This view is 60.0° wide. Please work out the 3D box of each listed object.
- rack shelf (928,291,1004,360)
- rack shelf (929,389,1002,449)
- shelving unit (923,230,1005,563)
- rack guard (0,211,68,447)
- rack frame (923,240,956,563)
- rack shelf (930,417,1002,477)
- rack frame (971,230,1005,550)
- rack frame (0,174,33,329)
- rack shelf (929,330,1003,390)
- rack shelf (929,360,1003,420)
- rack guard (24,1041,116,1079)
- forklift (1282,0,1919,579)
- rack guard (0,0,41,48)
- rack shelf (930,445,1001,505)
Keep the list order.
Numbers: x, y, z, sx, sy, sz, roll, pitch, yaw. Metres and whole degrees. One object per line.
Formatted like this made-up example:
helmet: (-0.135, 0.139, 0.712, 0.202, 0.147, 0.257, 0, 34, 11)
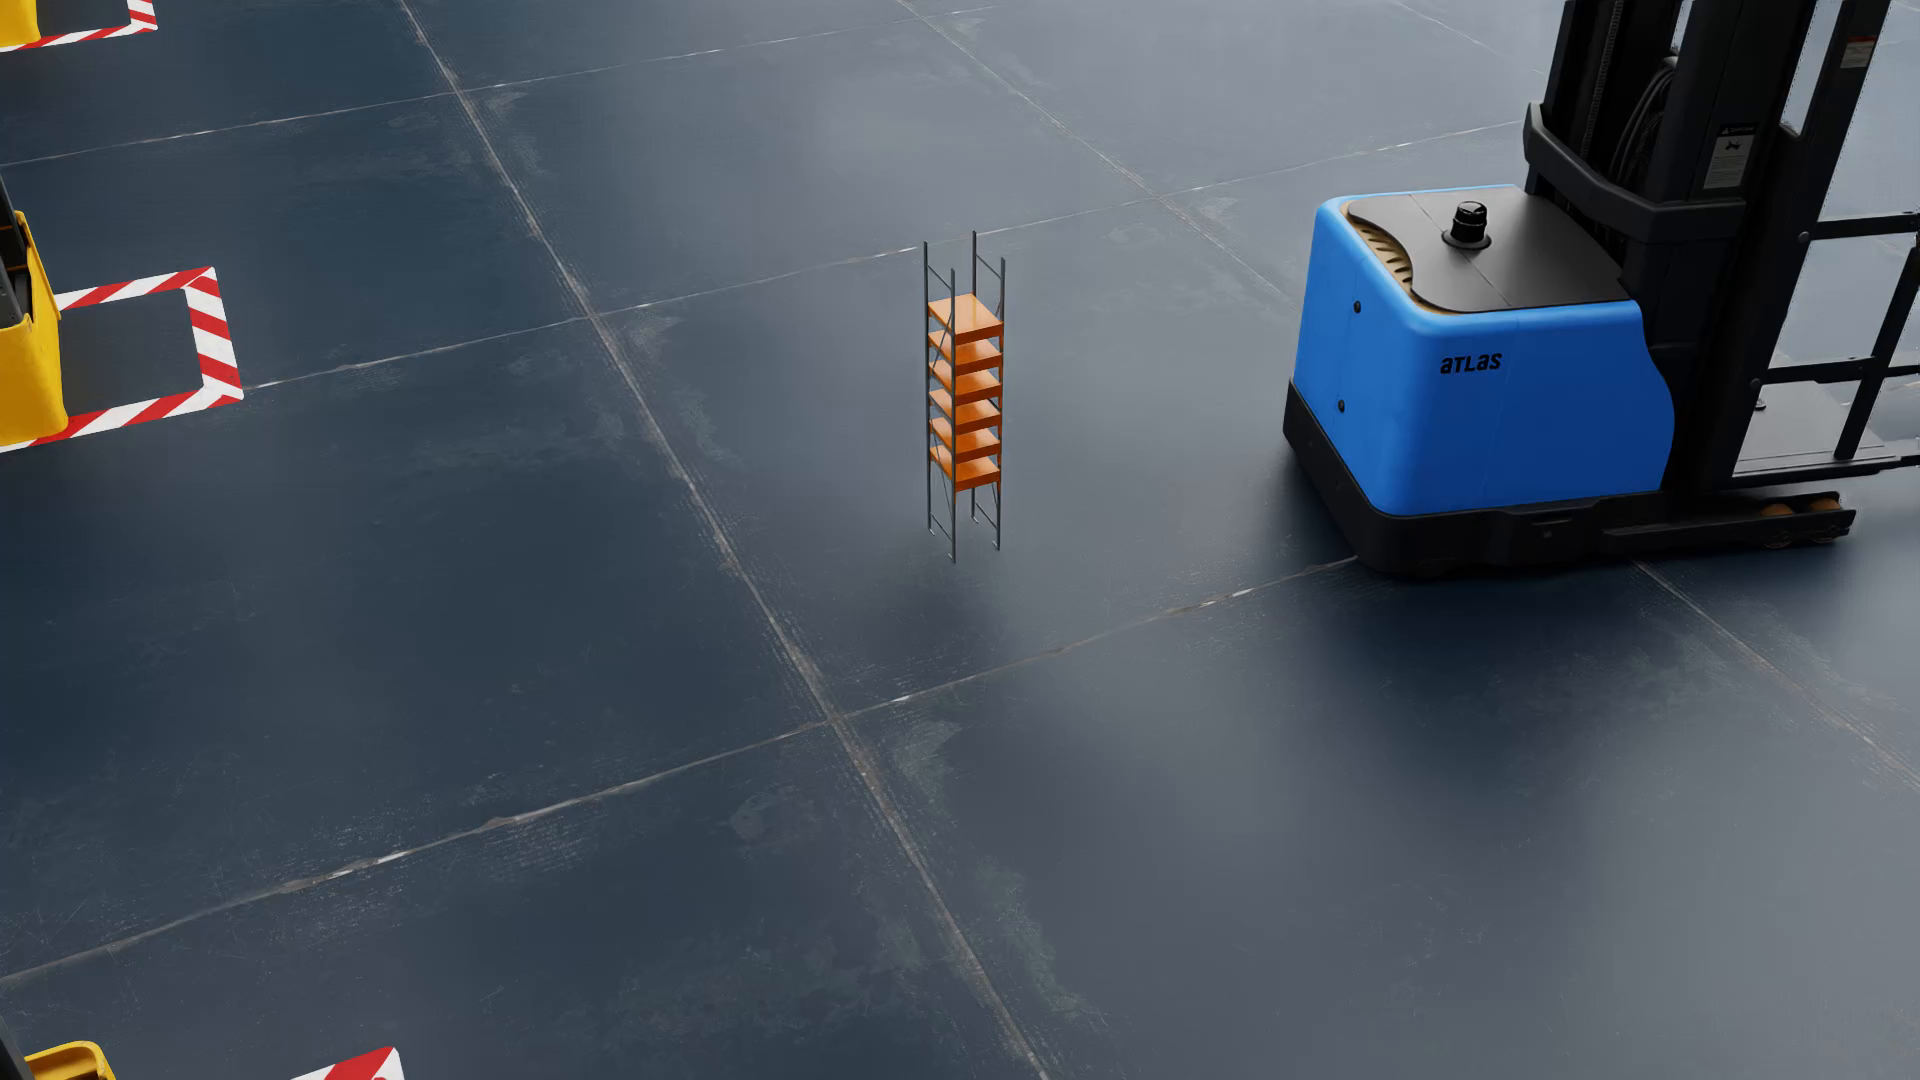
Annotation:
rack shelf: (0.013, -0.739, 5.710, 0.180, 0.103, 0.258, -16, 39, -20)
rack shelf: (0.013, -0.450, 5.924, 0.180, 0.103, 0.258, -16, 39, -20)
shelving unit: (0.013, -0.486, 5.898, 0.189, 1.200, 0.258, -16, 39, -20)
rack guard: (-4.076, -0.916, 7.065, 0.348, 0.500, 1.175, -16, 39, -20)
rack frame: (-0.070, -0.462, 5.866, 0.006, 1.200, 0.240, -16, 39, -20)
rack shelf: (0.013, -0.354, 5.995, 0.180, 0.103, 0.258, -16, 39, -20)
rack frame: (0.096, -0.509, 5.929, 0.006, 1.200, 0.240, -16, 39, -20)
rack frame: (-4.027, -1.965, 6.381, 0.127, 3.000, 1.000, -16, 39, -20)
rack shelf: (0.013, -0.643, 5.781, 0.180, 0.103, 0.258, -16, 39, -20)
rack shelf: (0.013, -0.546, 5.852, 0.180, 0.103, 0.258, -16, 39, -20)
rack guard: (-1.904, 1.706, 3.531, 0.348, 0.500, 1.175, -16, 39, -20)
forklift: (2.869, -1.451, 5.747, 3.031, 2.935, 1.130, -6, 37, -8)
rack guard: (-6.200, -3.612, 10.701, 0.348, 0.500, 1.175, -16, 39, -20)
rack shelf: (0.013, -0.257, 6.067, 0.180, 0.103, 0.258, -16, 39, -20)
